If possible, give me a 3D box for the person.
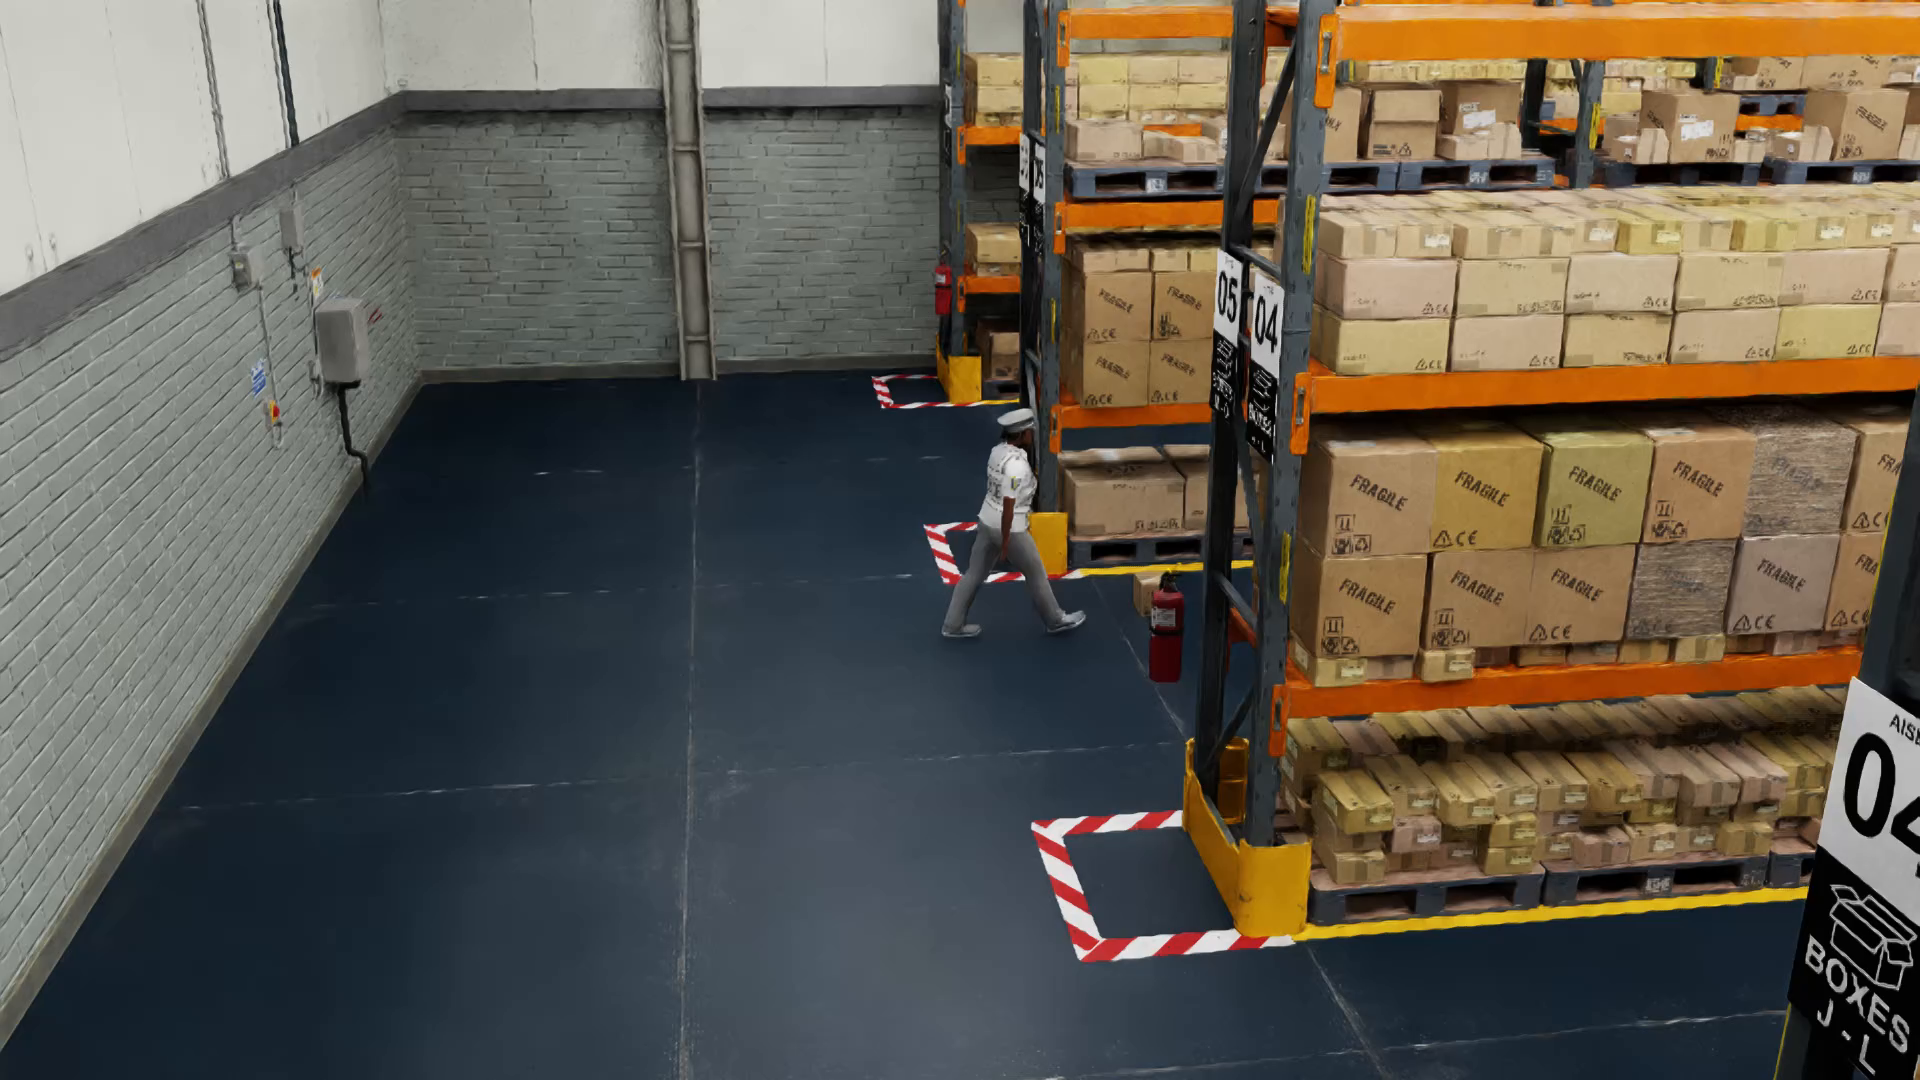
[{"bbox_3d":[0.379,-0.109,11.346,0.999,1.602,0.456,-8,22,-21],"label":"person"}]
